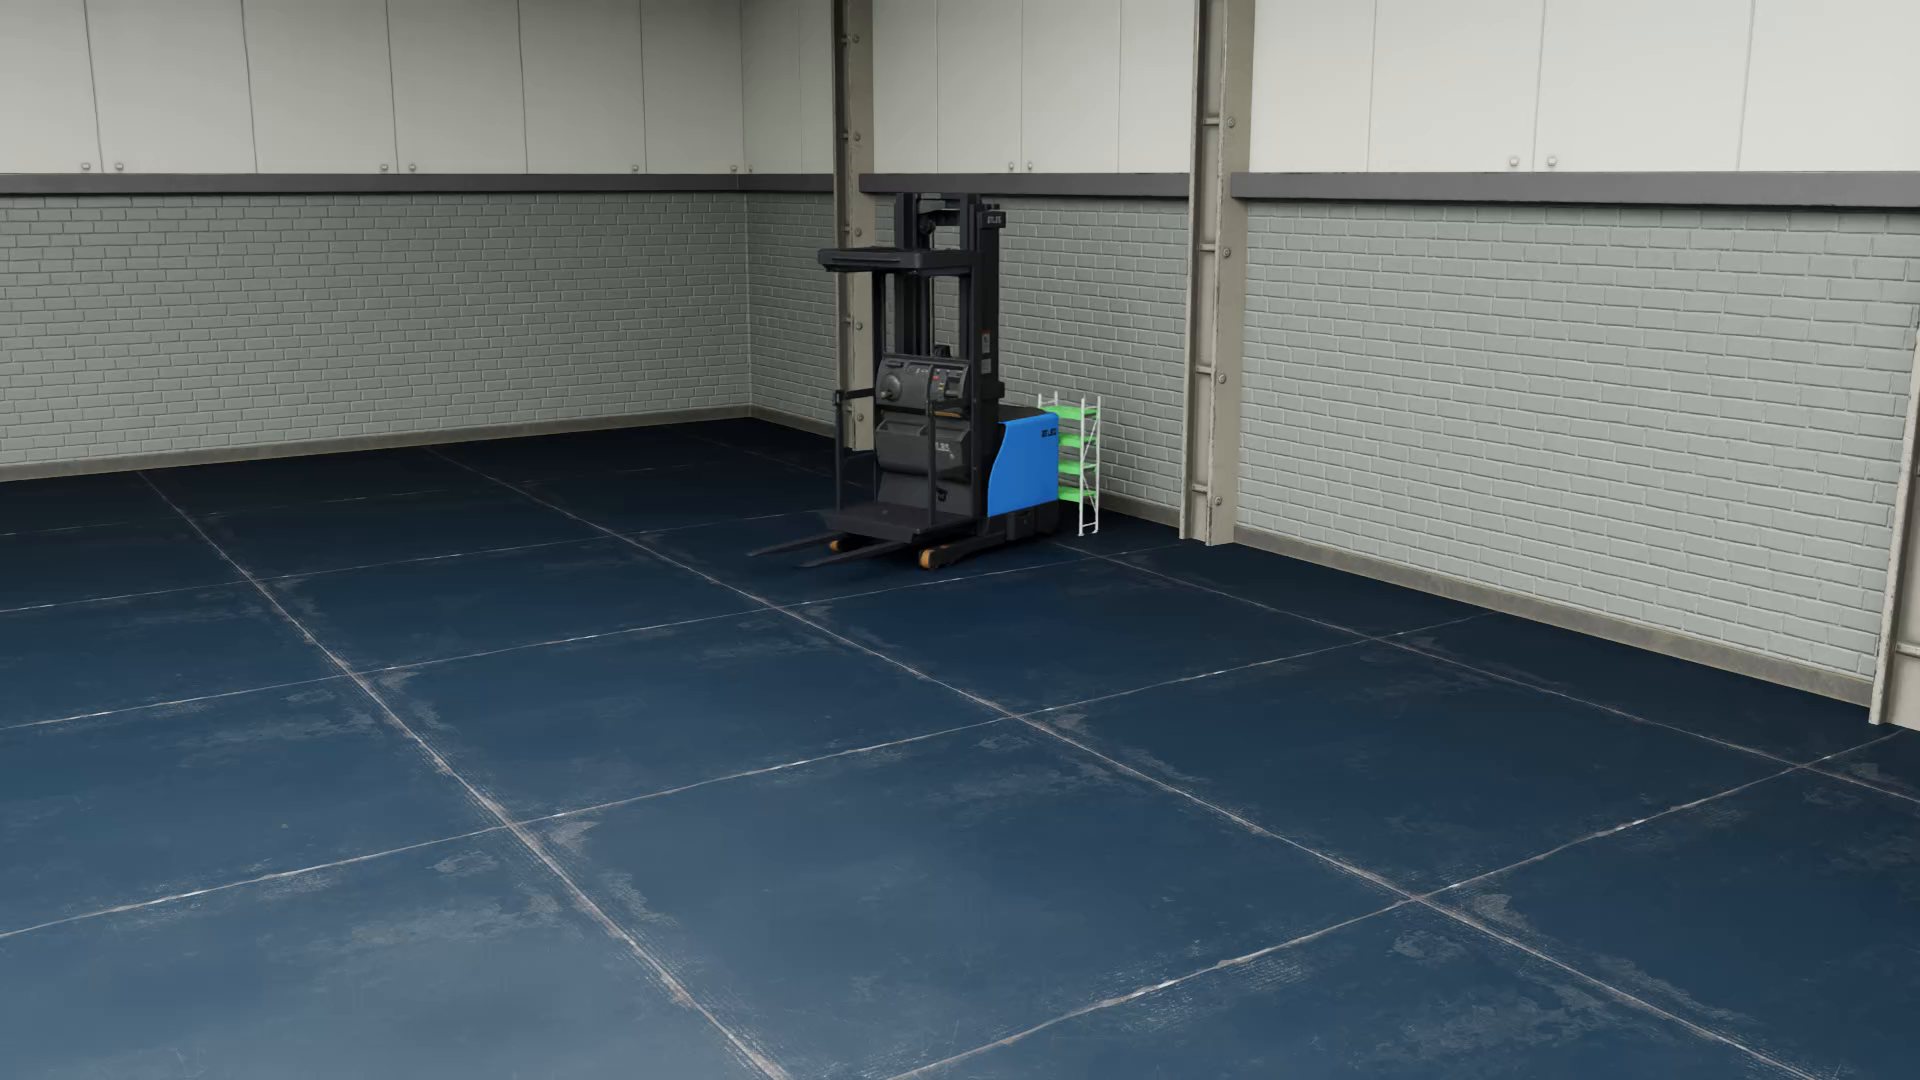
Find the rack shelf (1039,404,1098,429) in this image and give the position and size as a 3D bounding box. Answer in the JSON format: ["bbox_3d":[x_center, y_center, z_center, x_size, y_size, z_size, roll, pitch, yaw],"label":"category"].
[{"bbox_3d":[0.955,-1.084,14.562,0.480,0.148,0.258,11,17,42],"label":"rack shelf"}]

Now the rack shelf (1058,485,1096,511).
[{"bbox_3d":[0.954,-0.381,14.715,0.480,0.148,0.258,11,17,42],"label":"rack shelf"}]

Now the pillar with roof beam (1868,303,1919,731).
[{"bbox_3d":[1.879,-2.822,6.200,9.100,9.000,0.400,-8,15,-33],"label":"pillar with roof beam"}]

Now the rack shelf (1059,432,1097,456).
[{"bbox_3d":[0.955,-0.850,14.613,0.480,0.148,0.258,11,17,42],"label":"rack shelf"}]

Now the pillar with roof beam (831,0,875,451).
[{"bbox_3d":[-4.770,-4.956,15.960,9.100,9.000,0.400,-8,15,-33],"label":"pillar with roof beam"}]

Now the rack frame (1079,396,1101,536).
[{"bbox_3d":[1.133,-0.642,14.487,0.015,1.200,0.240,11,17,42],"label":"rack frame"}]

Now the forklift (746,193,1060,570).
[{"bbox_3d":[-0.443,-1.311,13.498,1.130,2.935,3.031,10,16,38],"label":"forklift"}]

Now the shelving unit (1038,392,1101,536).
[{"bbox_3d":[0.955,-0.678,14.651,0.503,1.200,0.258,11,17,42],"label":"shelving unit"}]

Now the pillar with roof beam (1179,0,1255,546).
[{"bbox_3d":[-1.446,-3.889,11.080,9.100,9.000,0.400,-8,15,-33],"label":"pillar with roof beam"}]

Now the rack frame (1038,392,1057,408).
[{"bbox_3d":[0.777,-0.714,14.814,0.015,1.200,0.240,11,17,42],"label":"rack frame"}]

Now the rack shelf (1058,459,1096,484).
[{"bbox_3d":[0.955,-0.615,14.664,0.480,0.148,0.258,11,17,42],"label":"rack shelf"}]
